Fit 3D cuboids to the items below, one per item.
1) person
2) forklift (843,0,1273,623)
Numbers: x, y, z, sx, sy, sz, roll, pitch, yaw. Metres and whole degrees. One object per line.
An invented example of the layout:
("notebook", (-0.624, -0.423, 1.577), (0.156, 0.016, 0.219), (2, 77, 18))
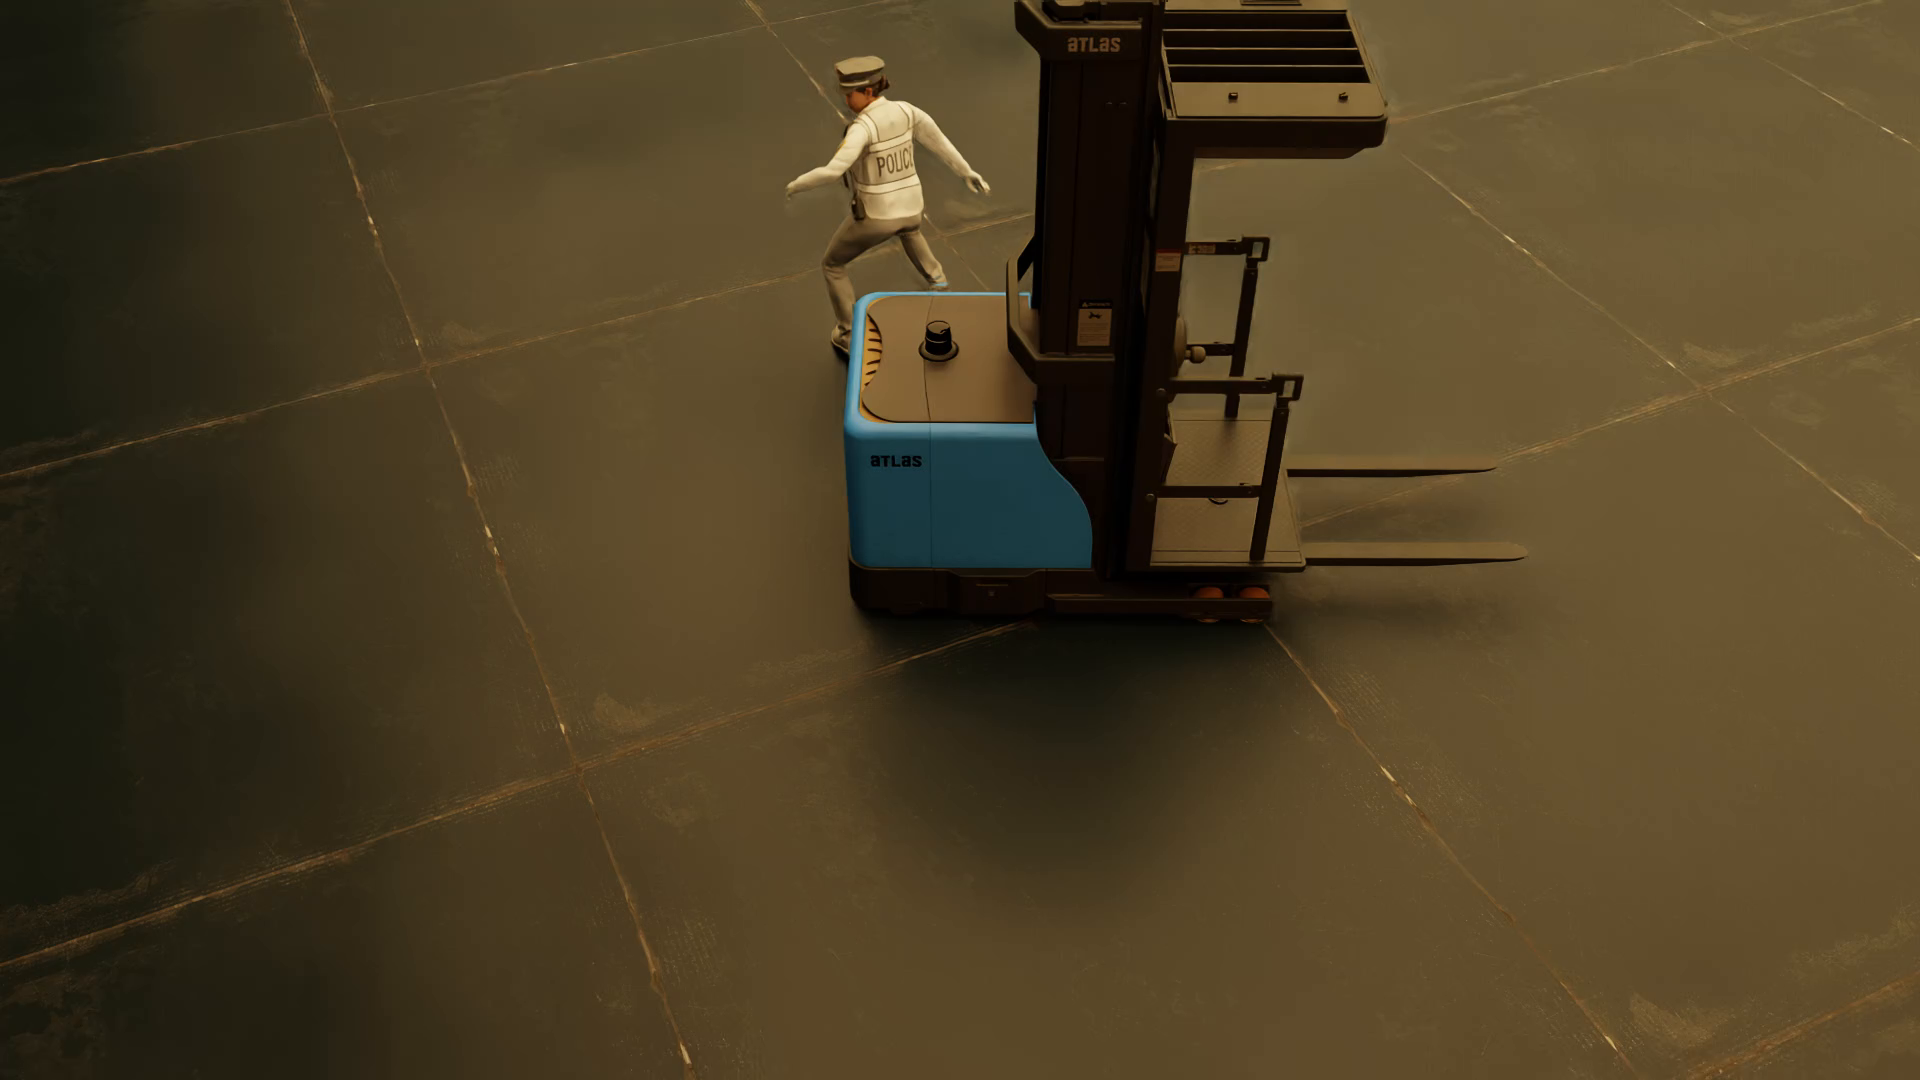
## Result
("person", (-0.375, -1.713, 8.663), (0.973, 1.576, 0.534), (-29, 50, -28))
("forklift", (0.479, -1.047, 6.848), (1.939, 2.867, 1.129), (0, 43, 0))
